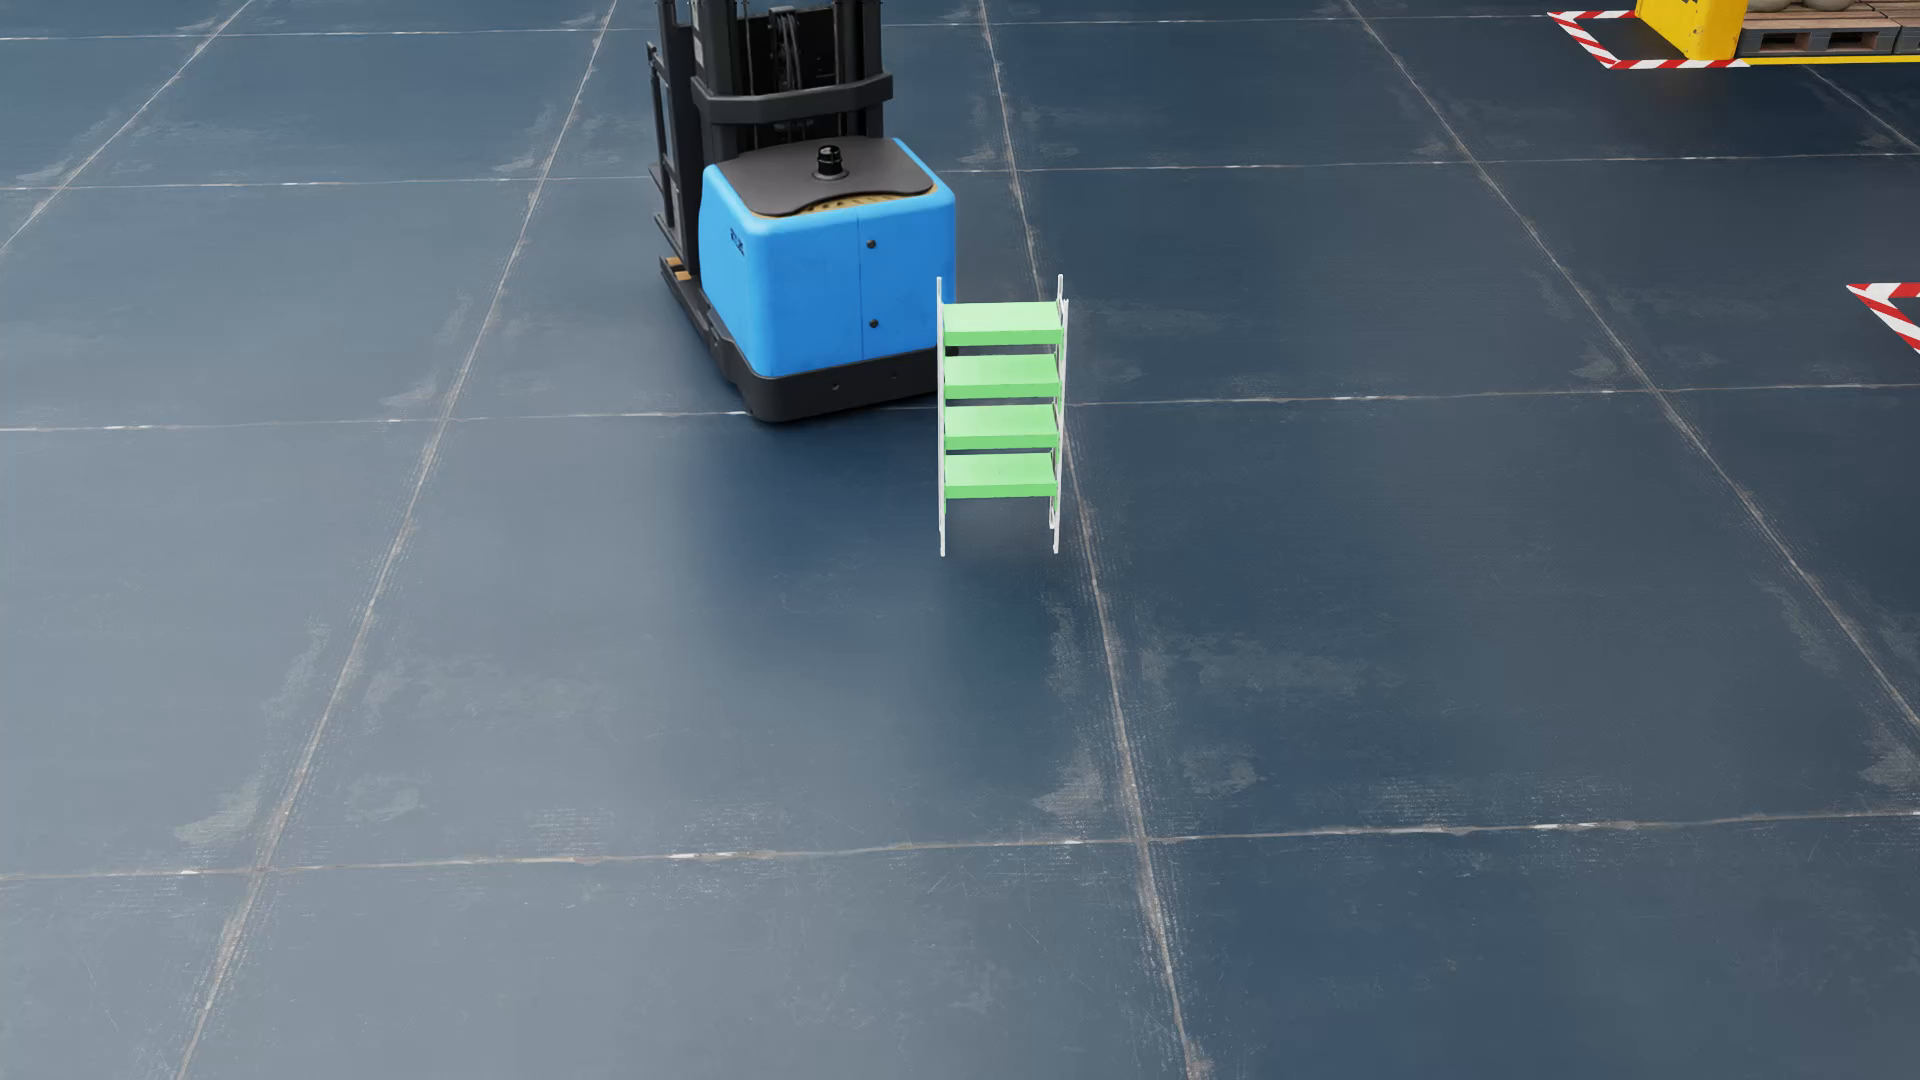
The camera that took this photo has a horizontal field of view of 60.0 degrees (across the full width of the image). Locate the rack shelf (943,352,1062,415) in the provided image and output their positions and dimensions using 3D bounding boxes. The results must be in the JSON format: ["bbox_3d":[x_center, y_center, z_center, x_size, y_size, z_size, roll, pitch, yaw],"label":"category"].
[{"bbox_3d":[0.165,-0.643,6.815,0.480,0.148,0.258,-2,35,-2],"label":"rack shelf"}]

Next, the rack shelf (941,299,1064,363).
[{"bbox_3d":[0.165,-0.840,6.678,0.480,0.148,0.258,-2,35,-2],"label":"rack shelf"}]

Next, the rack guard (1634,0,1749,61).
[{"bbox_3d":[5.607,-4.123,12.768,0.348,0.500,1.175,-2,35,-2],"label":"rack guard"}]

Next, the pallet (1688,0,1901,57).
[{"bbox_3d":[6.419,-4.023,12.877,1.213,0.211,1.003,-2,35,-2],"label":"pallet"}]

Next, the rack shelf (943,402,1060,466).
[{"bbox_3d":[0.165,-0.445,6.951,0.480,0.148,0.258,-2,35,-2],"label":"rack shelf"}]

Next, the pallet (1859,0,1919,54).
[{"bbox_3d":[7.634,-4.054,12.922,1.213,0.211,1.003,-2,35,-2],"label":"pallet"}]

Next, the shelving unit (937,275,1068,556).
[{"bbox_3d":[0.165,-0.498,6.915,0.503,1.200,0.258,-2,35,-2],"label":"shelving unit"}]

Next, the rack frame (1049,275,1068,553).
[{"bbox_3d":[0.409,-0.504,6.924,0.015,1.200,0.240,-2,35,-2],"label":"rack frame"}]

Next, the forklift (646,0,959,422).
[{"bbox_3d":[-1.026,-2.599,8.430,1.130,2.935,3.031,-13,37,-18],"label":"forklift"}]

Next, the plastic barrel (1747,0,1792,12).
[{"bbox_3d":[6.187,-4.333,12.692,0.421,0.512,0.421,0,35,0],"label":"plastic barrel"}]

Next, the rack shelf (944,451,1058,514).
[{"bbox_3d":[0.165,-0.248,7.088,0.480,0.148,0.258,-2,35,-2],"label":"rack shelf"}]

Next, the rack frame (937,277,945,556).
[{"bbox_3d":[-0.078,-0.491,6.905,0.015,1.200,0.240,-2,35,-2],"label":"rack frame"}]

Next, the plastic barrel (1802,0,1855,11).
[{"bbox_3d":[6.688,-4.346,12.711,0.421,0.512,0.421,0,35,0],"label":"plastic barrel"}]
